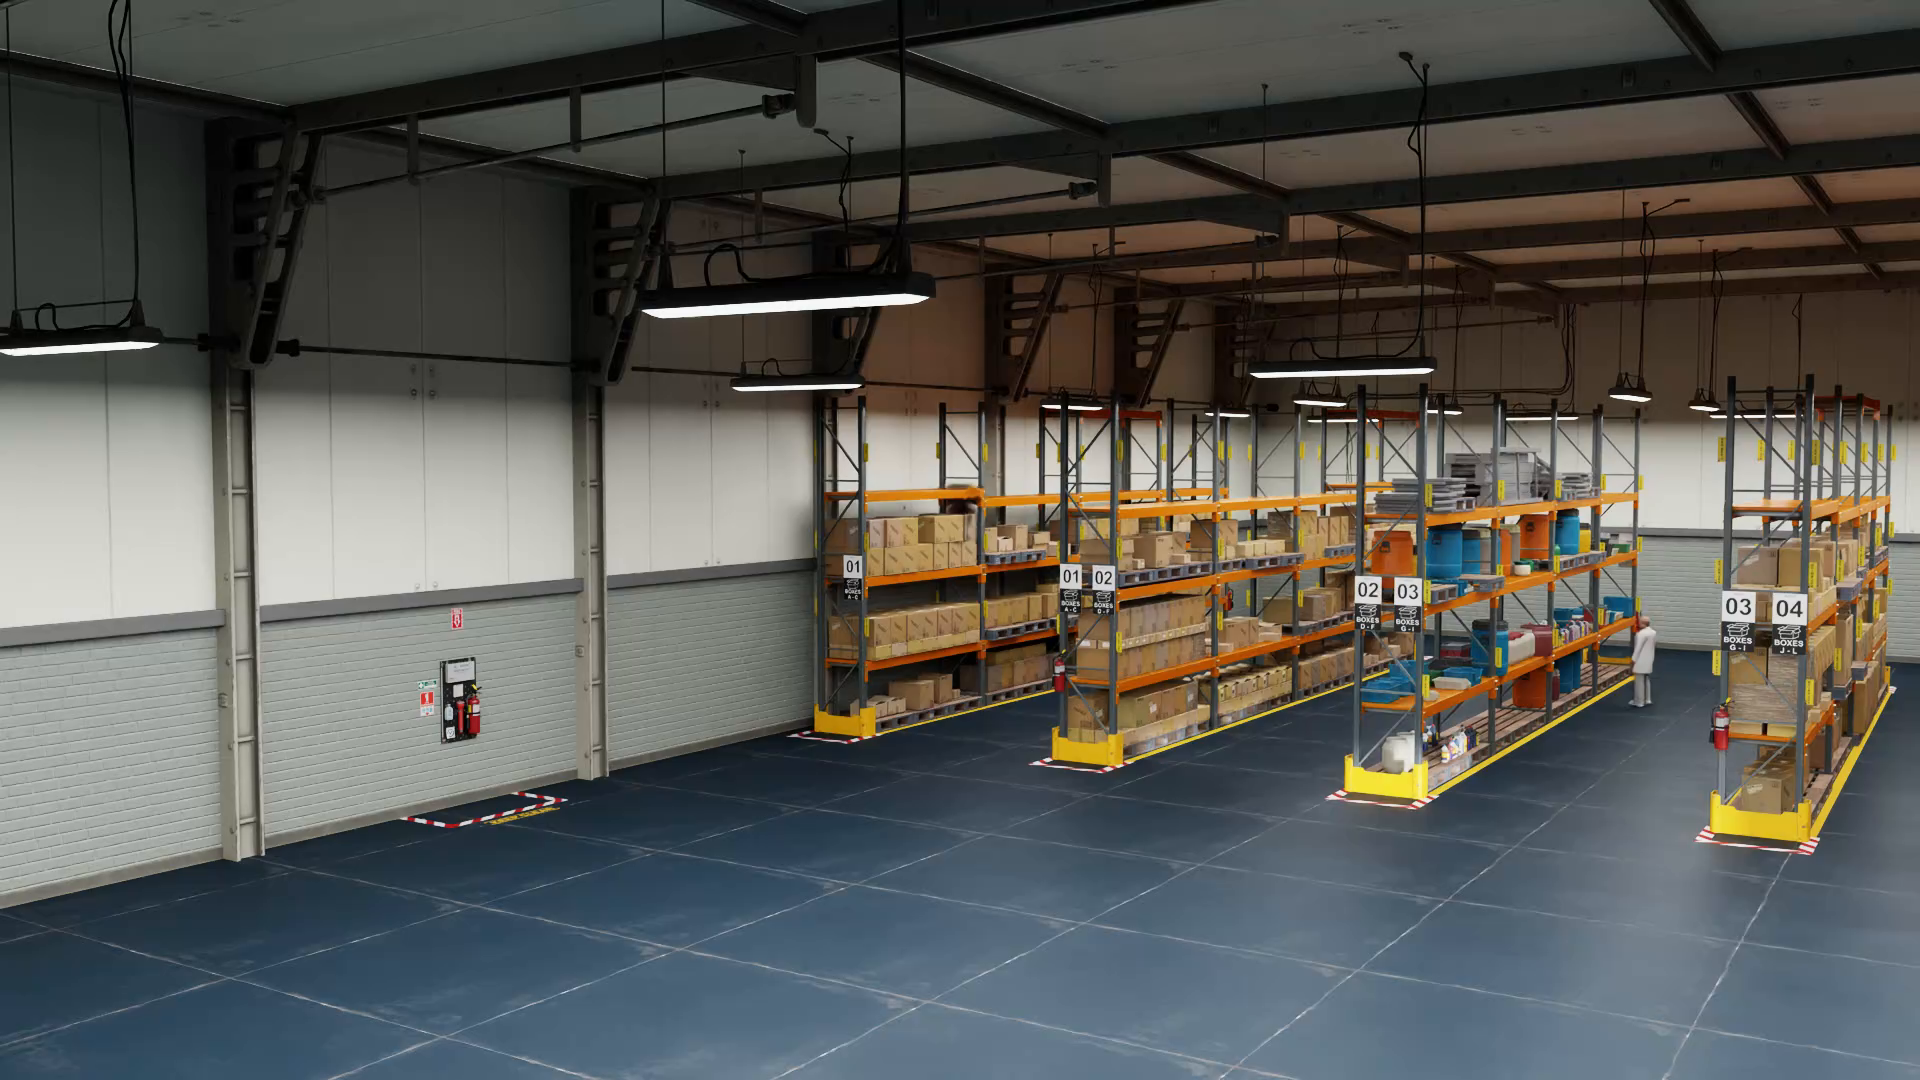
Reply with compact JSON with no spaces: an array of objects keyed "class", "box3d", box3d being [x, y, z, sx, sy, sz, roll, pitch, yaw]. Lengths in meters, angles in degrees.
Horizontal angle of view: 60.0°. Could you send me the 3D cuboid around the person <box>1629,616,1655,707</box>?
[{"class":"person","box3d":[13.436,2.410,32.852,0.637,1.820,0.442,-3,4,-43]}]
